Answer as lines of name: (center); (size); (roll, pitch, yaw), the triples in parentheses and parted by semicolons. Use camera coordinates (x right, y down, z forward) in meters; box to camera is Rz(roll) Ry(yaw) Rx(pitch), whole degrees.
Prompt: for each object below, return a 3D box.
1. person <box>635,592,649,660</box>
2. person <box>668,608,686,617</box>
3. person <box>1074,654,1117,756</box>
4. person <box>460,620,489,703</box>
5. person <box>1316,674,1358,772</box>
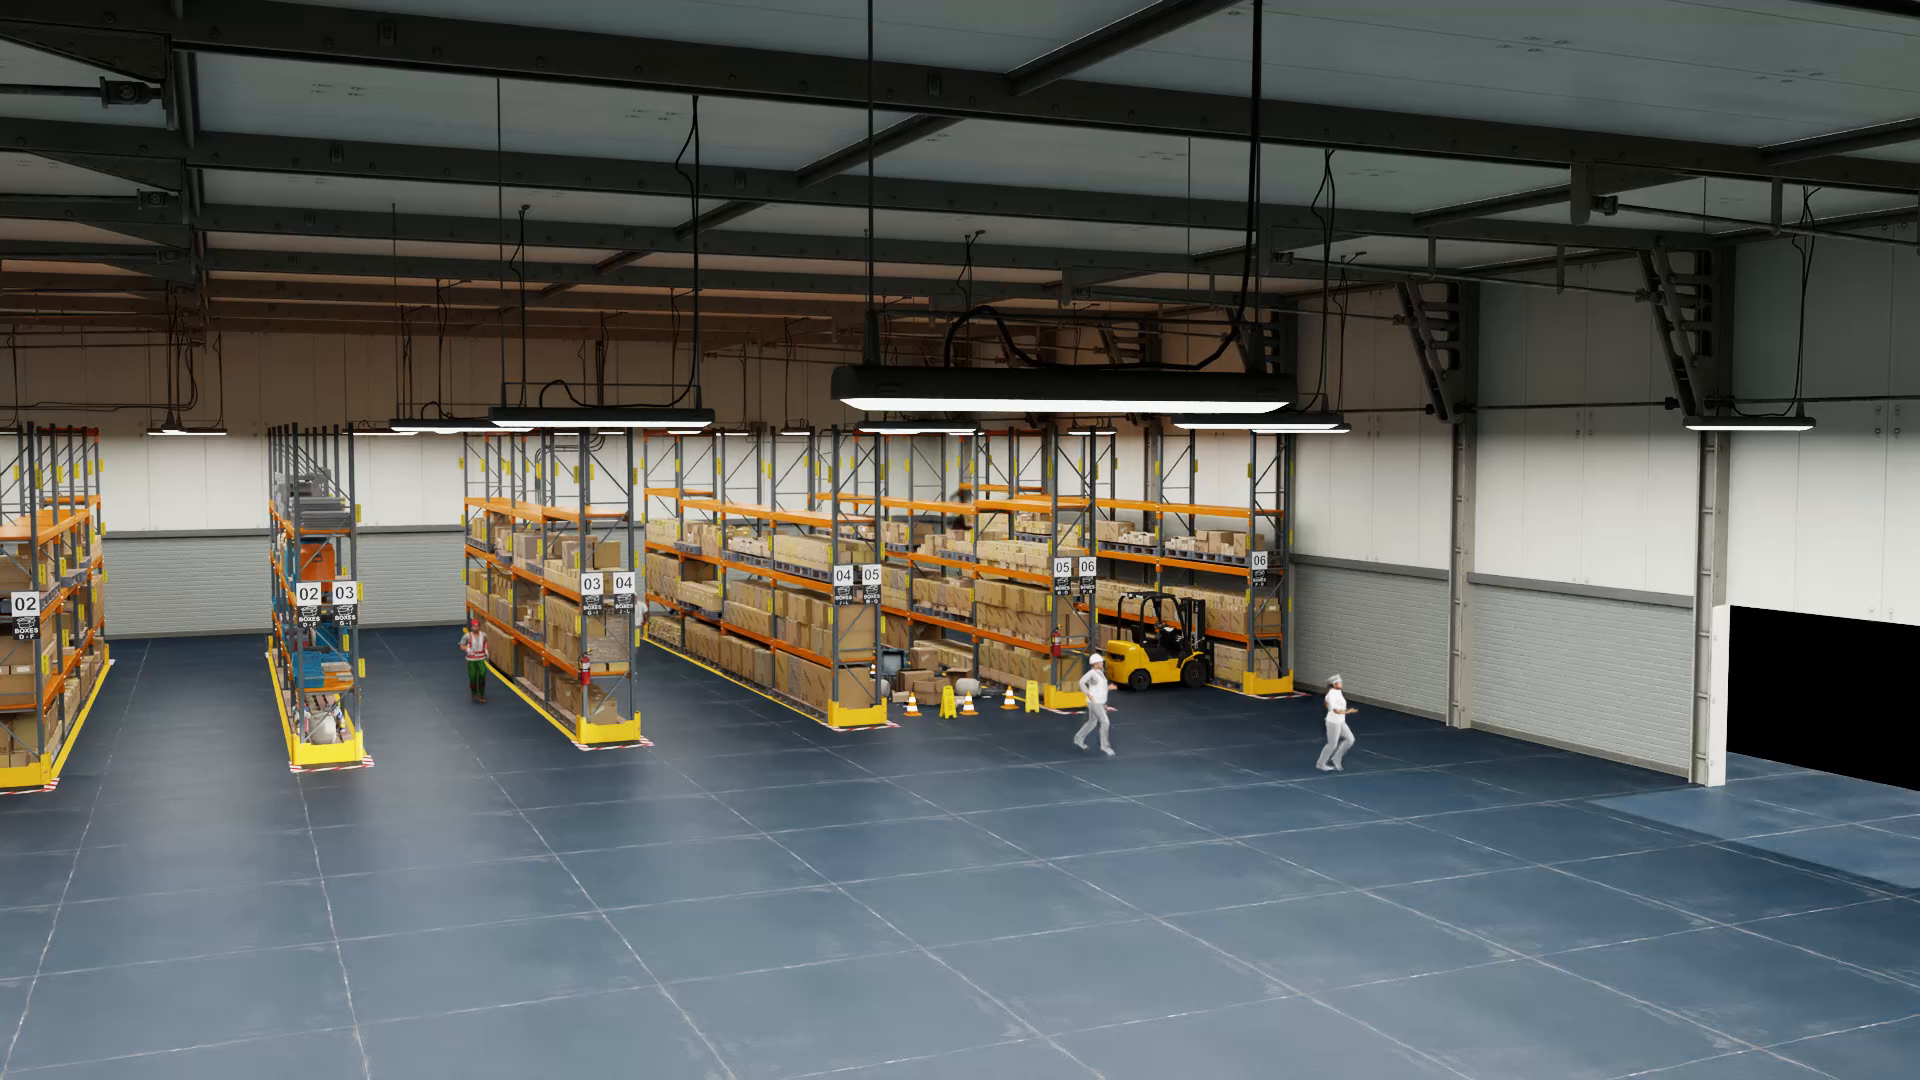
person: (-8.442, 2.217, 43.259); (0.702, 1.766, 0.740); (-1, 4, -14)
person: (-8.451, 1.913, 49.416); (0.799, 1.576, 0.598); (1, 4, 20)
person: (2.457, 2.987, 30.251); (0.820, 1.831, 0.646); (1, 4, 18)
person: (-10.520, 2.636, 36.116); (0.635, 1.825, 0.749); (-1, 4, -23)
person: (6.459, 3.139, 28.468); (0.688, 1.706, 0.544); (2, 4, 24)
